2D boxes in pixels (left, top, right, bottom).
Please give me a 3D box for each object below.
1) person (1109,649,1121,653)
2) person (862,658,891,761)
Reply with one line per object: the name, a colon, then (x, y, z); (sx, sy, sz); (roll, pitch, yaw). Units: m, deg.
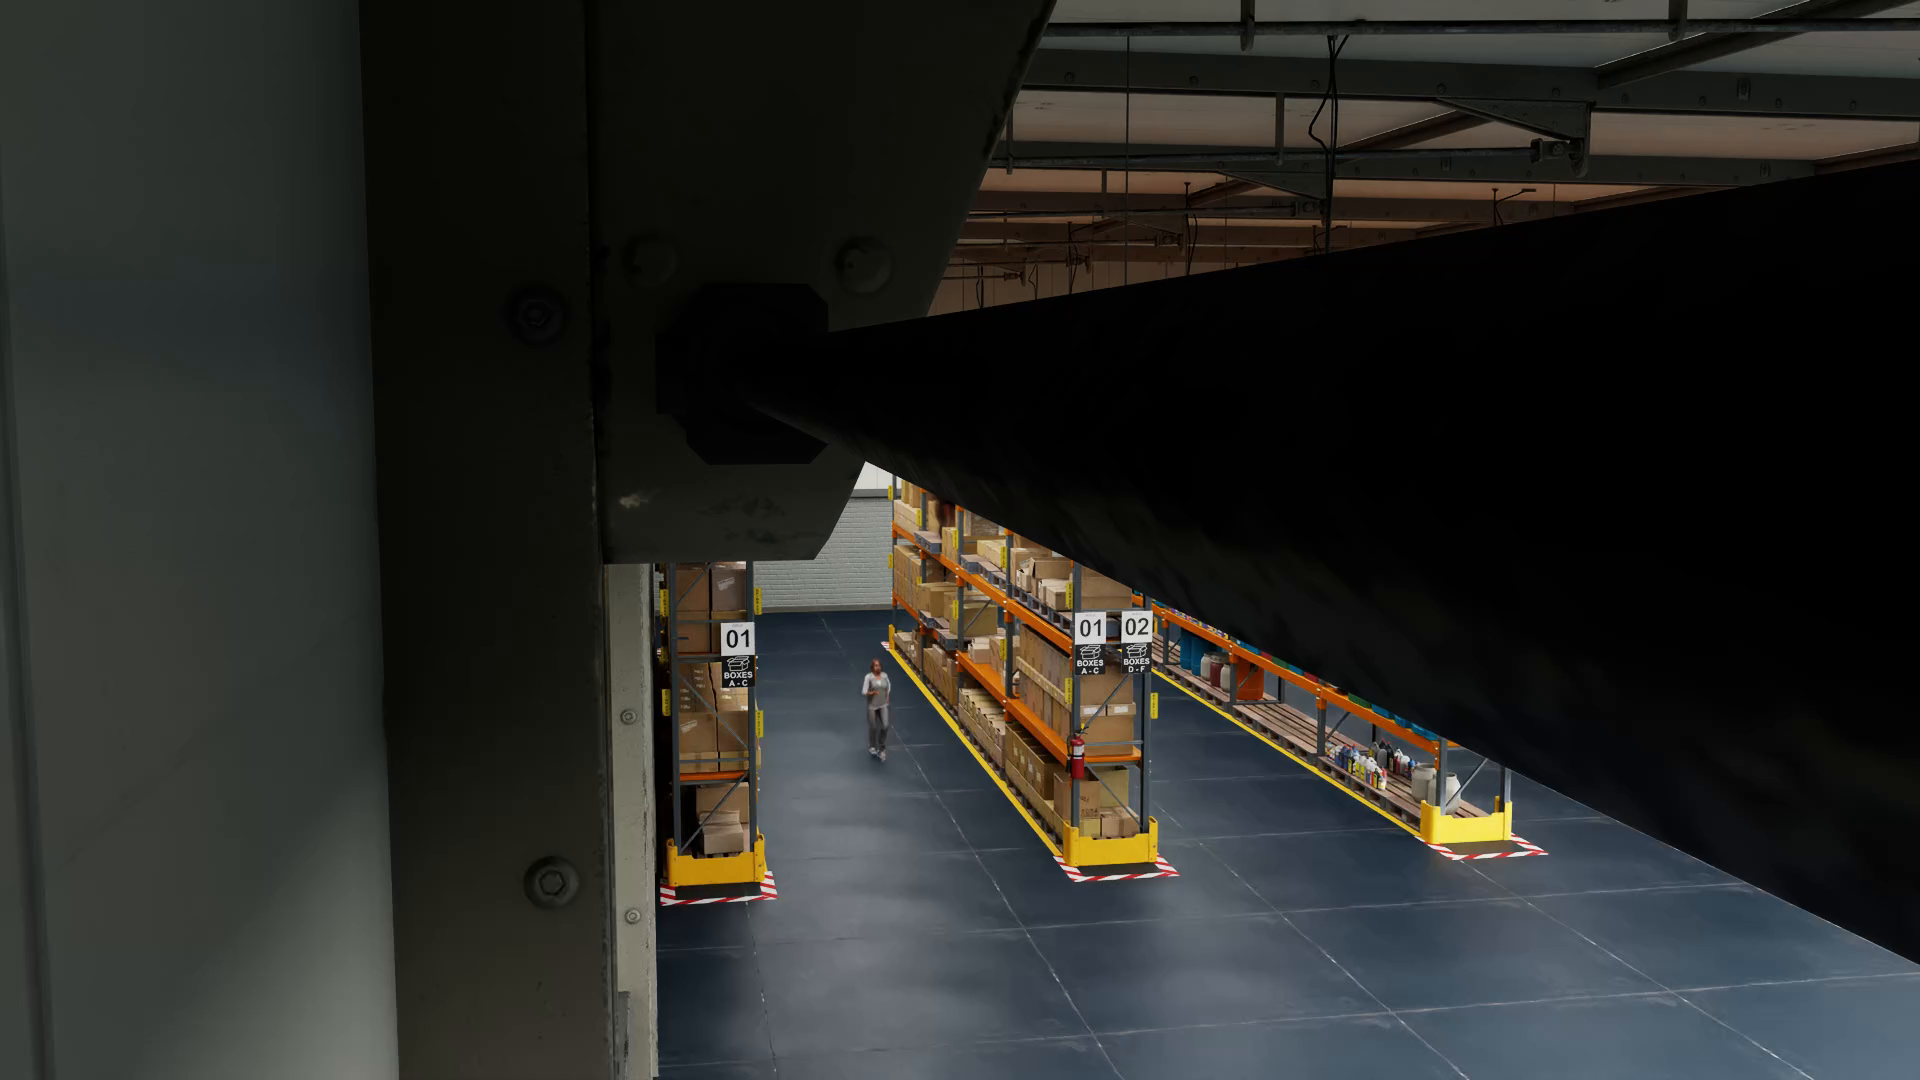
person: (2.538, 2.214, 29.618); (0.680, 1.797, 0.932); (-2, 6, -14)
person: (-1.305, 2.690, 26.383); (0.514, 1.631, 0.653); (-2, 6, -15)
